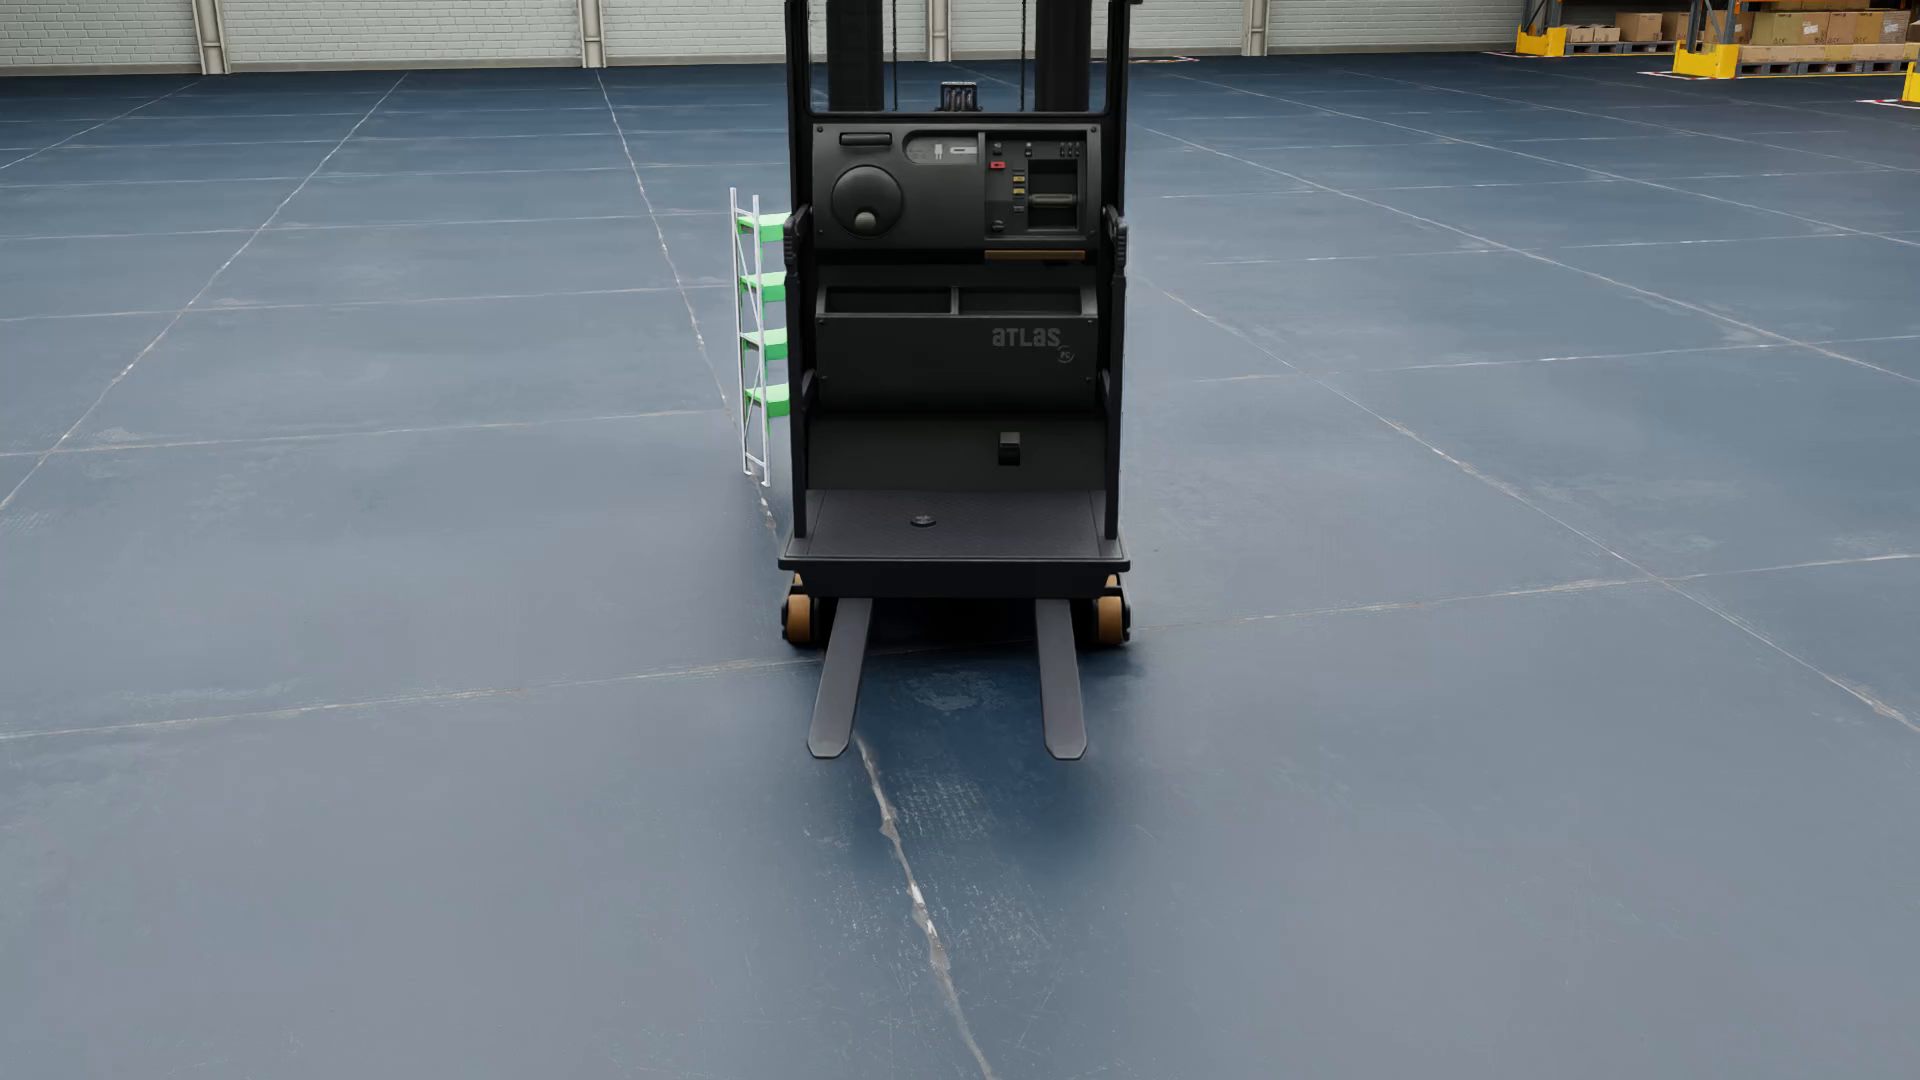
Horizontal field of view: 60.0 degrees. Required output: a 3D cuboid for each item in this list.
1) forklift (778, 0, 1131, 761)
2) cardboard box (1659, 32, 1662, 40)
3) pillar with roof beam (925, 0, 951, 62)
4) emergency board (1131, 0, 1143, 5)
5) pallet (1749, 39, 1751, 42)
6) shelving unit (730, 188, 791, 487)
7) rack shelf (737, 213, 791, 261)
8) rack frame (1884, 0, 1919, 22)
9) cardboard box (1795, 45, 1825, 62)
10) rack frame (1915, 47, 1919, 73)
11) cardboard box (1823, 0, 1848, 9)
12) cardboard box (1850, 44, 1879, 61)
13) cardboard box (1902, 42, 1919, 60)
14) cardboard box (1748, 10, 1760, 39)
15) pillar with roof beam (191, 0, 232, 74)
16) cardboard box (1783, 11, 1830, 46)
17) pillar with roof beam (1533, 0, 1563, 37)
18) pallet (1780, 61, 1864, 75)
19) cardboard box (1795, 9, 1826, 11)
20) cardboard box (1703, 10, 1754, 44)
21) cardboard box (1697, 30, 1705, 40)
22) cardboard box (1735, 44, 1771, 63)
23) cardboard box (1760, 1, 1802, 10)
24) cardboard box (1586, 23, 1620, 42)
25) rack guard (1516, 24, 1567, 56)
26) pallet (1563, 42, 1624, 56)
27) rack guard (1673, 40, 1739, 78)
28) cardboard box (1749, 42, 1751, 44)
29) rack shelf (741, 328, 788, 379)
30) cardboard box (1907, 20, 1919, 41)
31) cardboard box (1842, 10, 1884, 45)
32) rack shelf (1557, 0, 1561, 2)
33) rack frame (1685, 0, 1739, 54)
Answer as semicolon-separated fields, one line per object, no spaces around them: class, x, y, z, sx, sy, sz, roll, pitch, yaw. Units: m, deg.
forklift;-0.012;-1.141;5.168;1.130;2.935;3.031;0;20;1
cardboard box;13.145;-9.605;31.680;0.250;0.149;0.380;-6;21;-17
pillar with roof beam;0.608;-11.311;24.111;0.400;9.000;9.100;-5;21;-12
emergency board;3.030;-10.233;29.889;0.626;1.169;0.157;-5;21;-12
pallet;15.463;-9.610;32.241;1.213;0.211;1.003;-5;21;-12
shelving unit;-0.648;-0.863;6.926;0.503;1.200;0.258;-12;23;-29
rack shelf;-0.648;-1.254;6.782;0.480;0.148;0.258;-12;23;-29
rack frame;18.599;-11.174;32.456;0.127;3.000;1.000;-5;21;-12
cardboard box;13.502;-7.837;26.734;0.500;0.250;0.500;-5;21;-12
rack frame;13.093;-7.224;21.675;0.127;3.000;1.000;-5;21;-12
cardboard box;16.841;-10.418;32.297;0.500;0.250;0.500;-5;21;-13
cardboard box;14.476;-7.915;26.947;0.500;0.250;0.500;-5;21;-12
cardboard box;15.449;-7.995;27.167;0.500;0.250;0.500;-5;21;-12
cardboard box;15.418;-9.954;32.121;0.500;0.500;0.700;-4;20;-11
pillar with roof beam;-11.070;-10.362;21.518;0.400;9.000;9.100;-5;21;-12
cardboard box;13.500;-8.193;26.616;0.500;0.500;0.500;-5;21;-12
pillar with roof beam;12.286;-12.261;26.704;0.400;9.000;9.100;-5;21;-12
pallet;13.876;-7.743;27.145;1.213;0.211;1.003;-5;21;-12
cardboard box;13.867;-8.406;27.198;0.500;0.500;0.500;-5;21;-12
cardboard box;12.410;-8.283;26.862;0.500;0.500;0.500;-5;21;-12
cardboard box;14.192;-9.681;31.861;0.250;0.166;0.380;-7;21;-20
cardboard box;12.530;-7.757;26.515;0.500;0.250;0.500;-5;21;-12
cardboard box;15.846;-10.342;32.090;0.500;0.250;0.500;-5;21;-14
cardboard box;12.062;-9.554;31.305;0.500;0.311;0.500;-3;20;-8
rack guard;10.887;-9.373;31.174;0.348;0.500;1.175;-5;21;-12
pallet;11.686;-9.289;31.367;1.213;0.211;1.003;-5;21;-12
rack guard;11.934;-7.707;26.627;0.348;0.500;1.175;-5;21;-12
cardboard box;12.895;-7.974;27.108;0.500;0.250;0.500;-5;21;-12
rack shelf;-0.648;-0.803;6.947;0.480;0.148;0.258;-12;23;-29
cardboard box;16.178;-8.497;27.720;0.500;0.311;0.500;-5;21;-12
cardboard box;14.474;-8.271;26.829;0.500;0.500;0.500;-5;21;-12
rack shelf;12.760;-10.361;31.284;4.000;0.370;1.077;-5;21;-12
rack frame;11.957;-8.883;26.202;0.127;3.000;1.000;-5;21;-12
